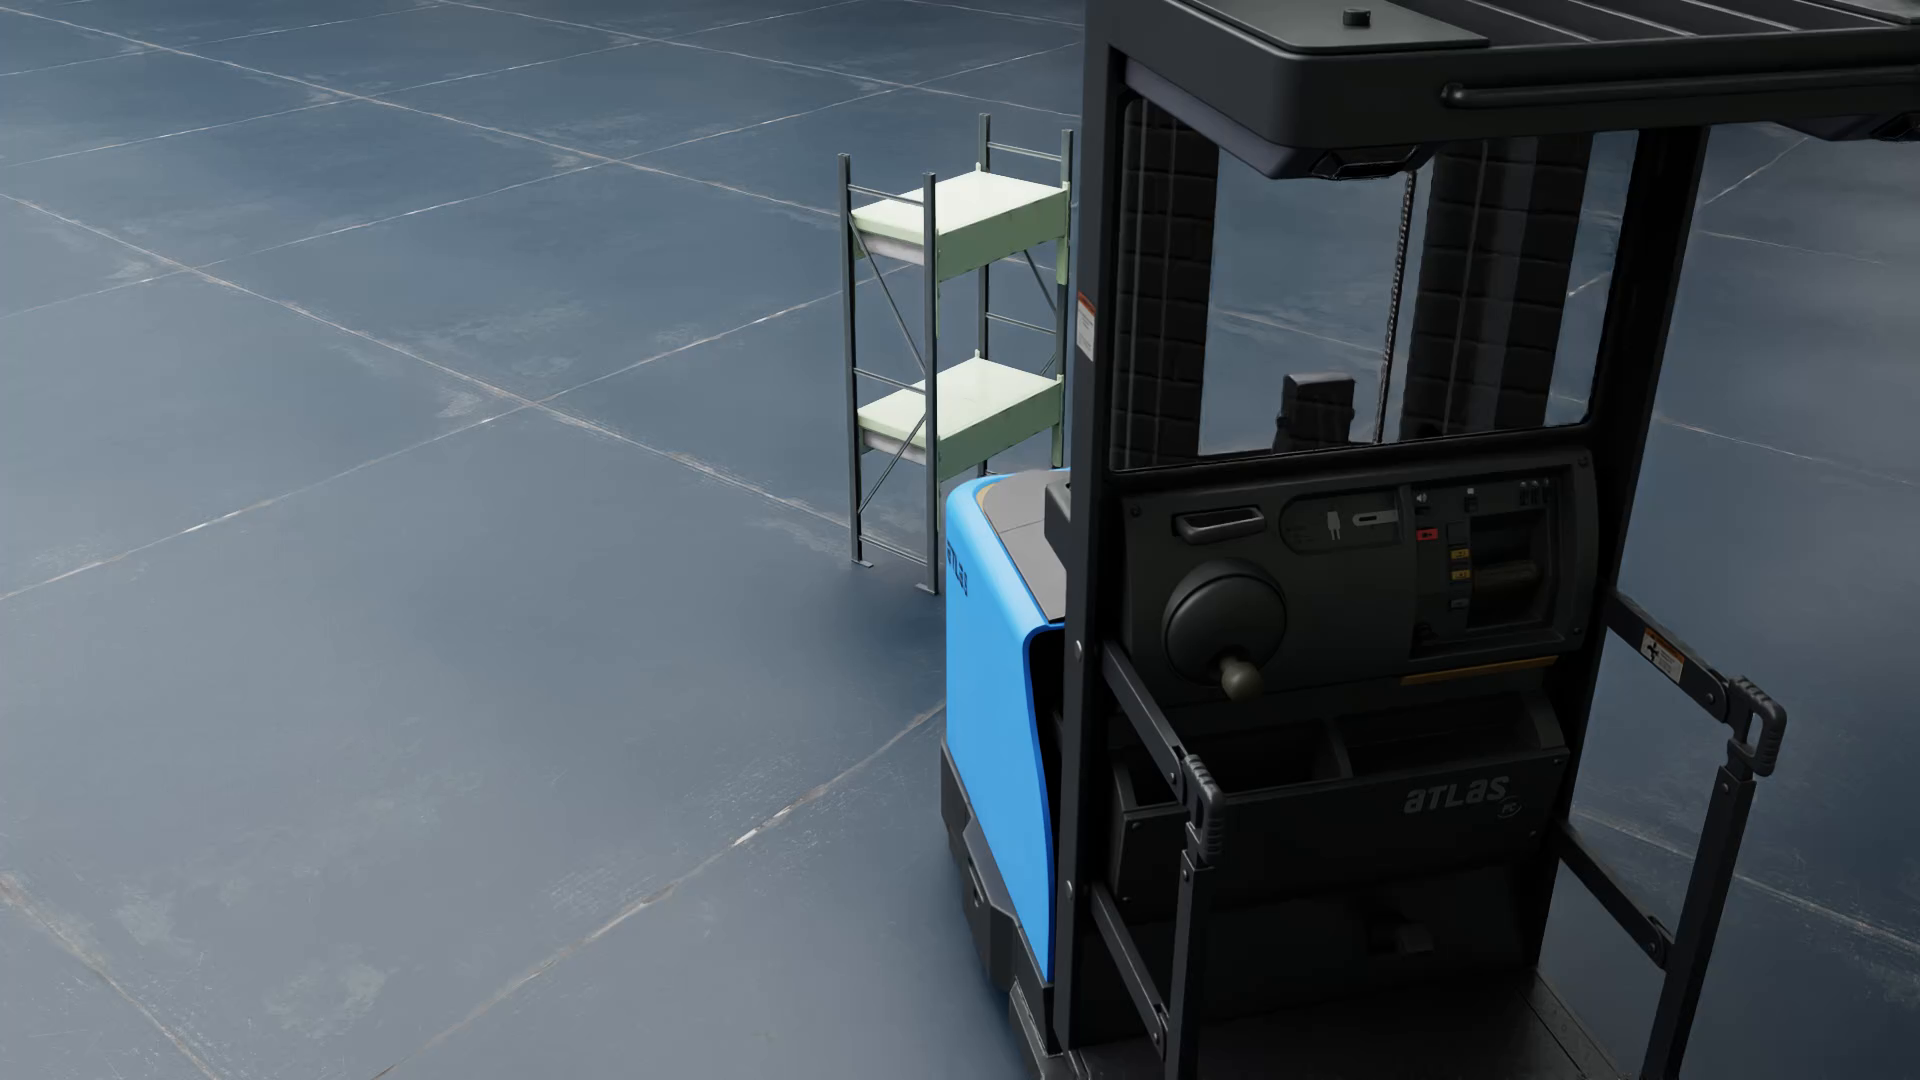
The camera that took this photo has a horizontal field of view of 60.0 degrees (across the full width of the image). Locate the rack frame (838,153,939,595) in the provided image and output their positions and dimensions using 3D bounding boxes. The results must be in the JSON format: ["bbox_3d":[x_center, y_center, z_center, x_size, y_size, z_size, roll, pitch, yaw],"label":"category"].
[{"bbox_3d":[-0.237,-0.534,5.650,0.400,1.500,0.023,21,34,34],"label":"rack frame"}]

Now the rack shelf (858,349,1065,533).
[{"bbox_3d":[-0.004,-0.374,6.051,0.431,0.370,0.720,21,34,34],"label":"rack shelf"}]

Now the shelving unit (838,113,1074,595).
[{"bbox_3d":[-0.004,-0.664,5.901,0.431,1.500,0.755,21,34,34],"label":"shelving unit"}]

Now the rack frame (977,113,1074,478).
[{"bbox_3d":[0.229,-0.794,6.152,0.400,1.500,0.023,21,34,34],"label":"rack frame"}]

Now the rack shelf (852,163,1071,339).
[{"bbox_3d":[-0.004,-1.010,5.721,0.431,0.370,0.720,21,34,34],"label":"rack shelf"}]

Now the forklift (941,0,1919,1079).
[{"bbox_3d":[0.796,0.101,2.864,1.130,2.935,3.031,-6,28,-12],"label":"forklift"}]
